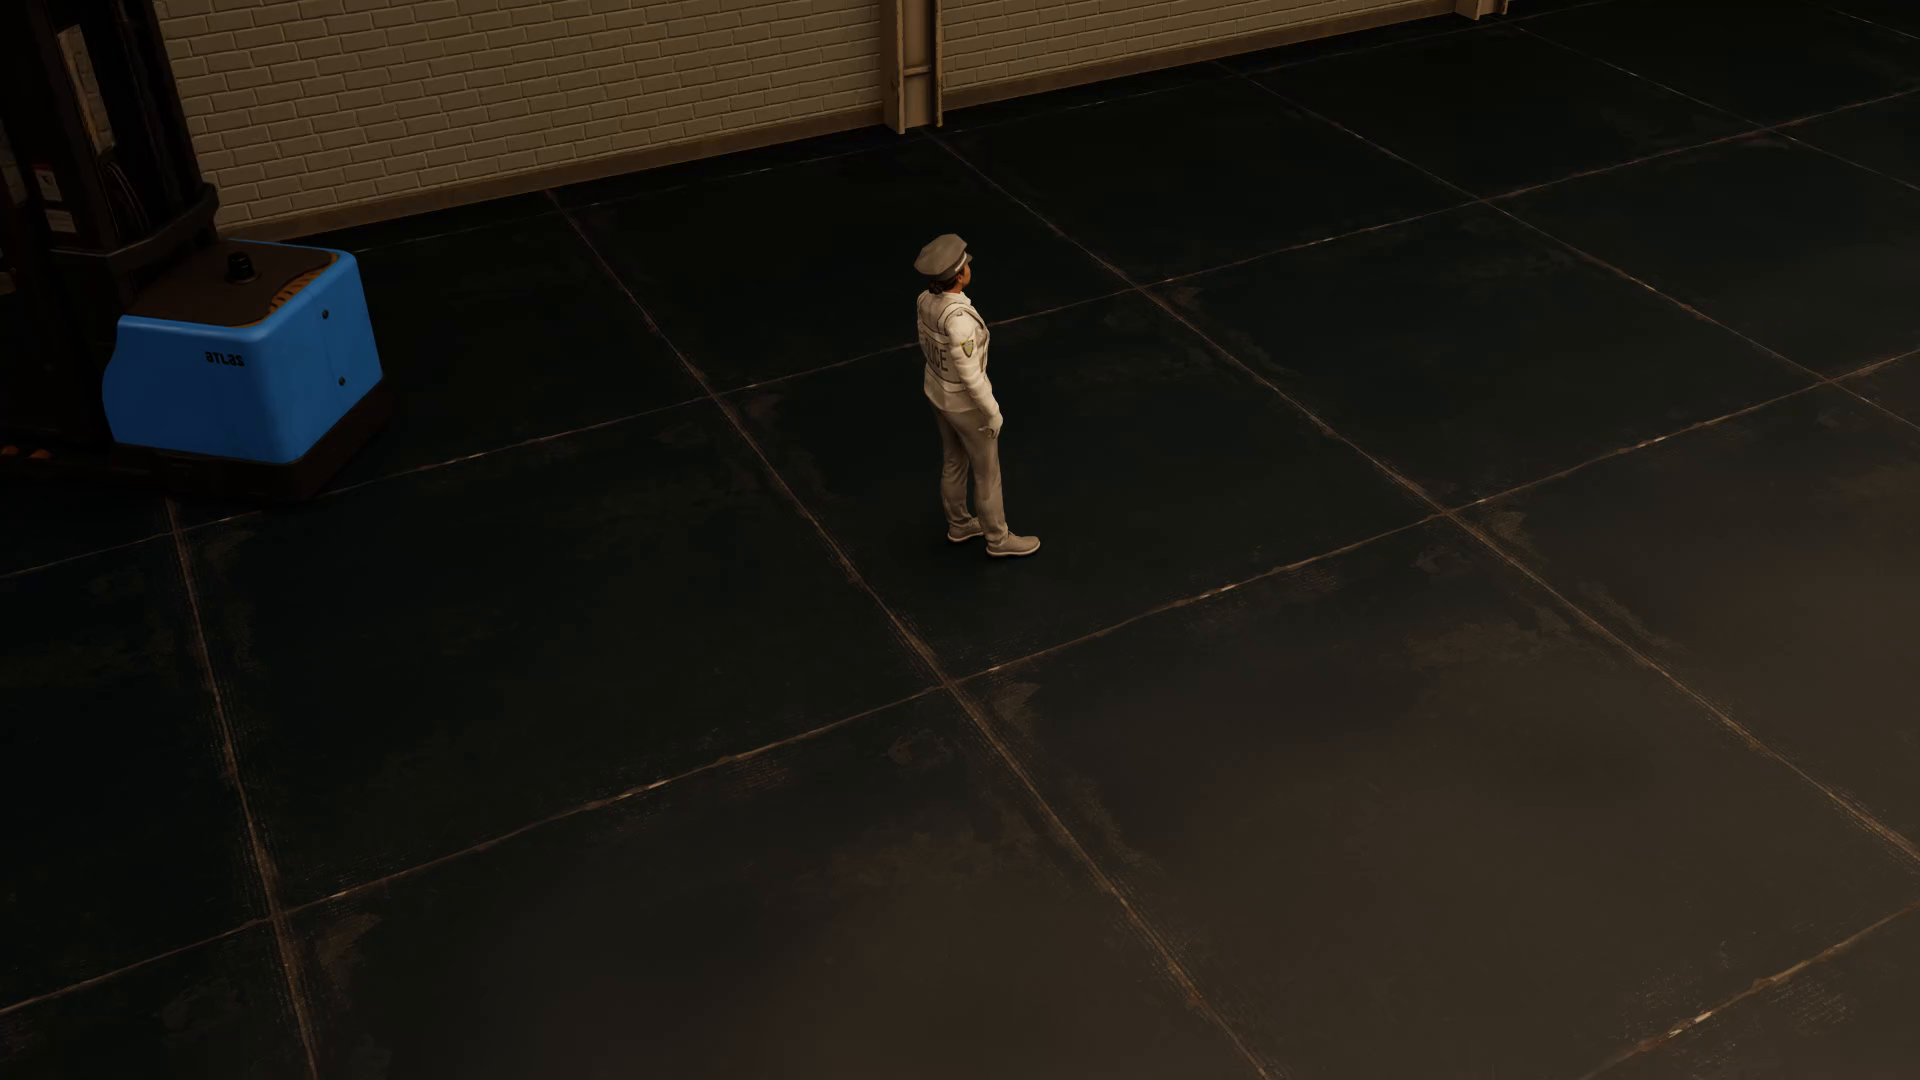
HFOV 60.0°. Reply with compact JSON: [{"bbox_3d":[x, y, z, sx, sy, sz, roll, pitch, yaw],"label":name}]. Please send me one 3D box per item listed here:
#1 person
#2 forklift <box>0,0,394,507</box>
[{"bbox_3d":[0.062,-0.713,8.190,0.533,1.696,0.588,-17,39,-23],"label":"person"},{"bbox_3d":[-4.831,-1.811,8.685,3.031,2.935,1.130,8,36,11],"label":"forklift"}]
